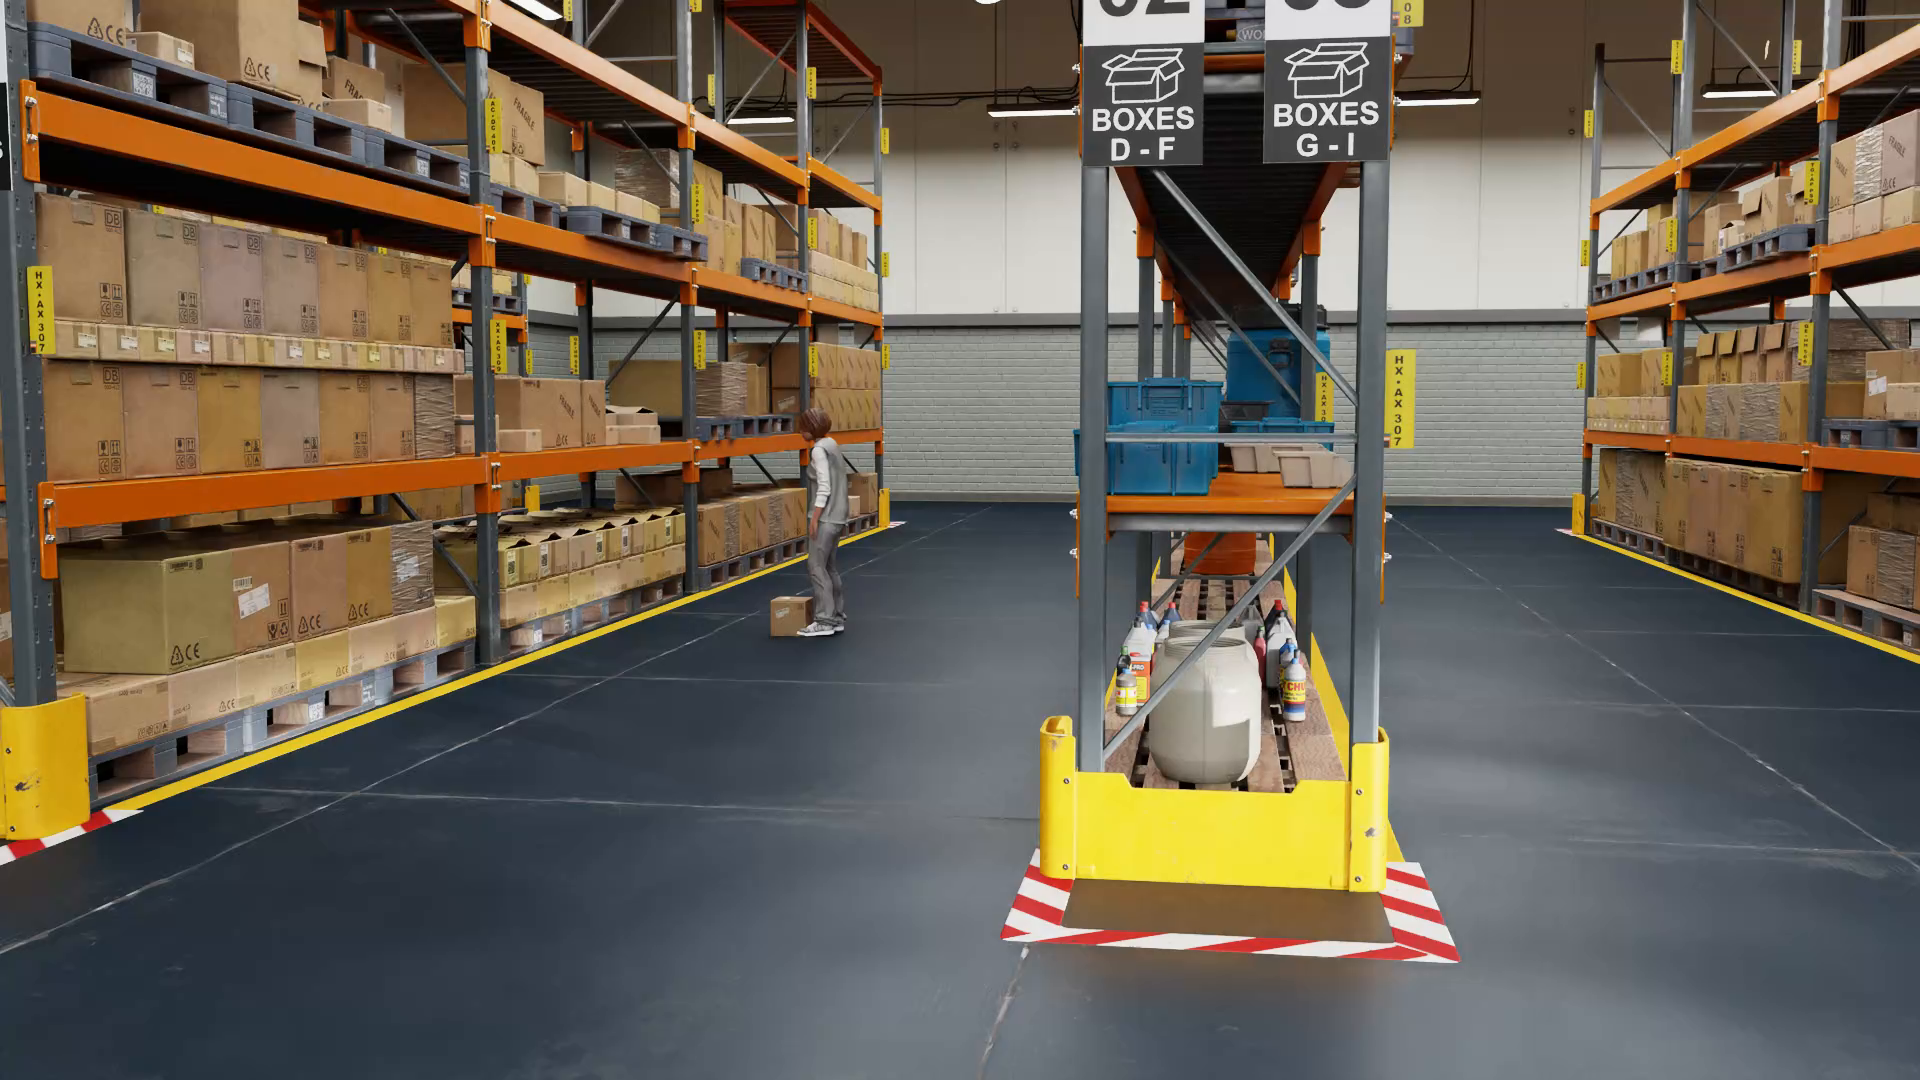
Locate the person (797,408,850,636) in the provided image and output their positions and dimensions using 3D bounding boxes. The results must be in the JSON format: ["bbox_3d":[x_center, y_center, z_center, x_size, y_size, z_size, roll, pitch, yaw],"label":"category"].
[{"bbox_3d":[-0.960,-0.127,11.675,0.367,1.593,0.478,1,5,7],"label":"person"}]
